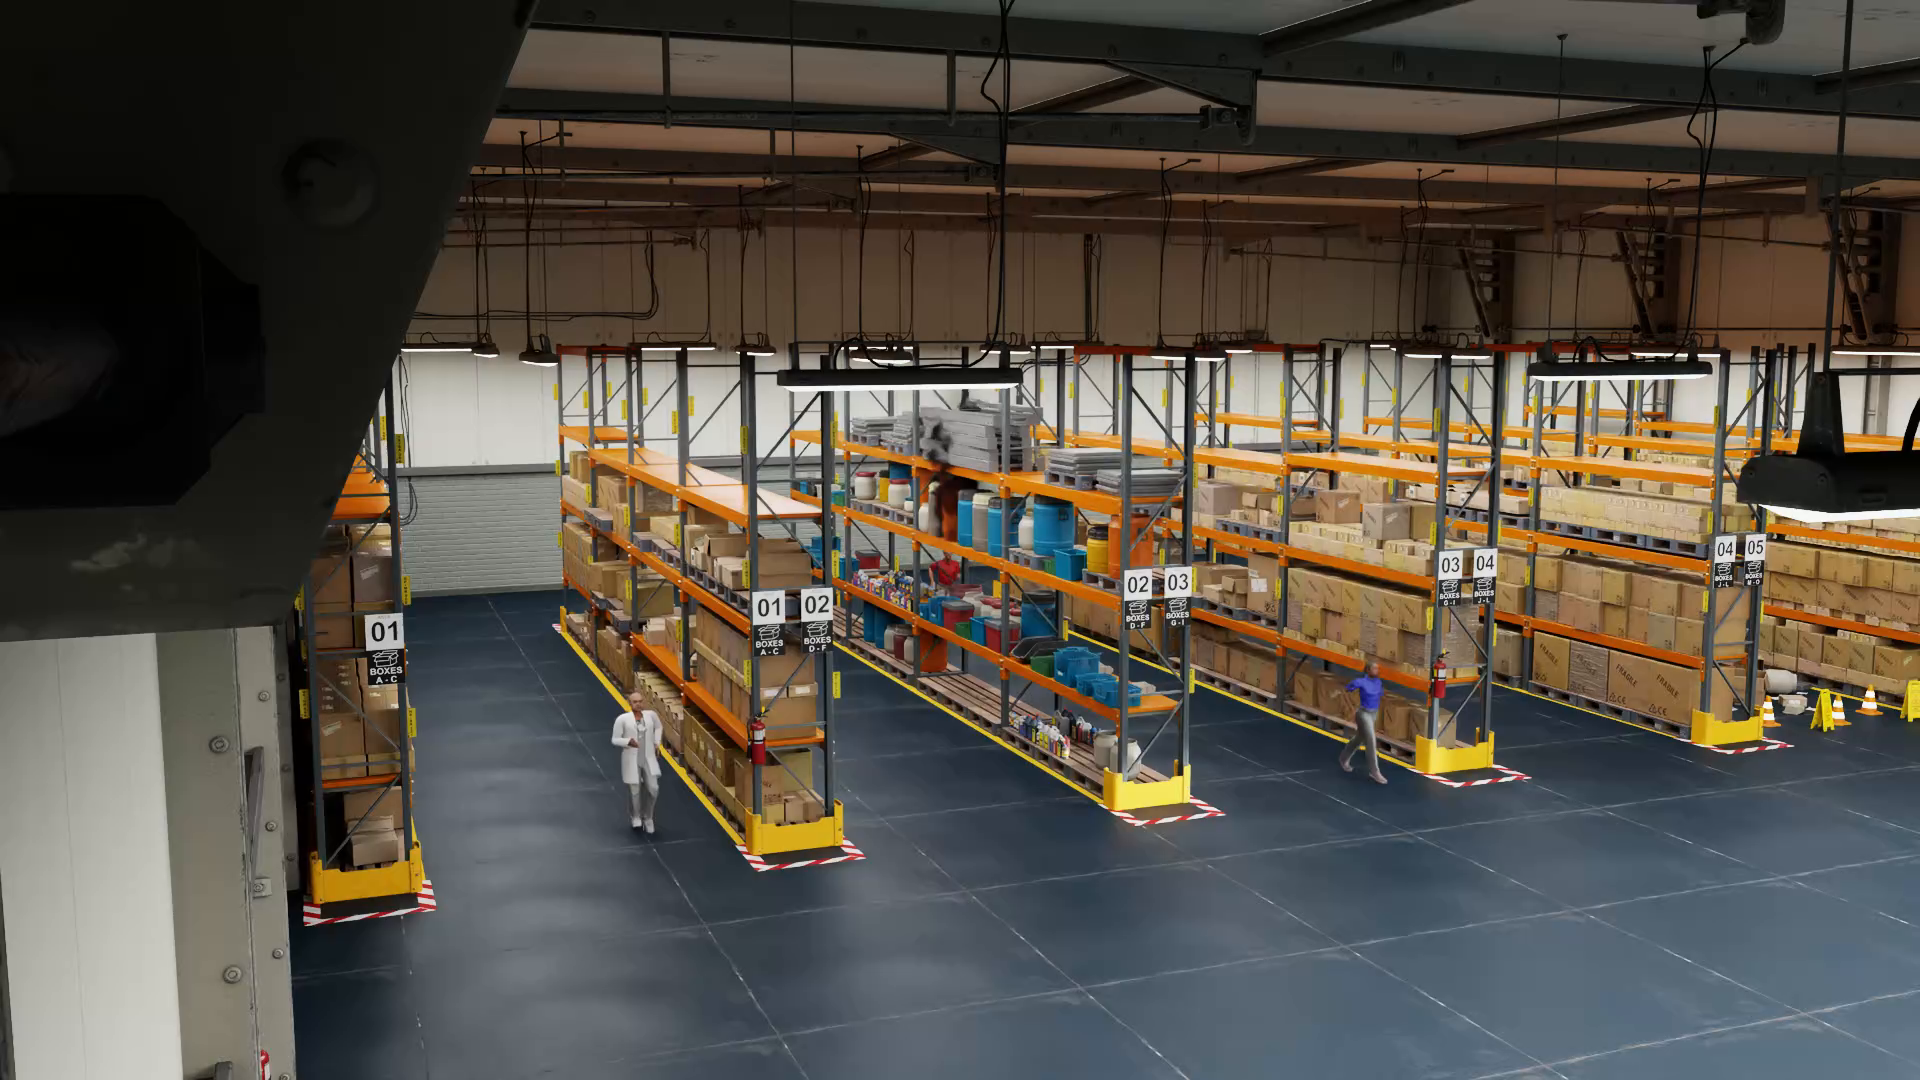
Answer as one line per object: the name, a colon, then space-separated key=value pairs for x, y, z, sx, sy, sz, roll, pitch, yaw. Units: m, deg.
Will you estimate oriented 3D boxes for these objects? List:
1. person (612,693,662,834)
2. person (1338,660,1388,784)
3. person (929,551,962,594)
person: x=-4.014 y=2.818 z=20.894 sx=0.687 sy=1.805 sz=0.734 roll=-3 pitch=8 yaw=-22
person: x=5.737 y=2.503 z=23.396 sx=0.555 sy=1.646 sz=0.950 roll=-6 pitch=9 yaw=-39
person: x=-0.274 y=1.066 z=34.741 sx=0.634 sy=1.790 sz=0.892 roll=-4 pitch=8 yaw=-29
